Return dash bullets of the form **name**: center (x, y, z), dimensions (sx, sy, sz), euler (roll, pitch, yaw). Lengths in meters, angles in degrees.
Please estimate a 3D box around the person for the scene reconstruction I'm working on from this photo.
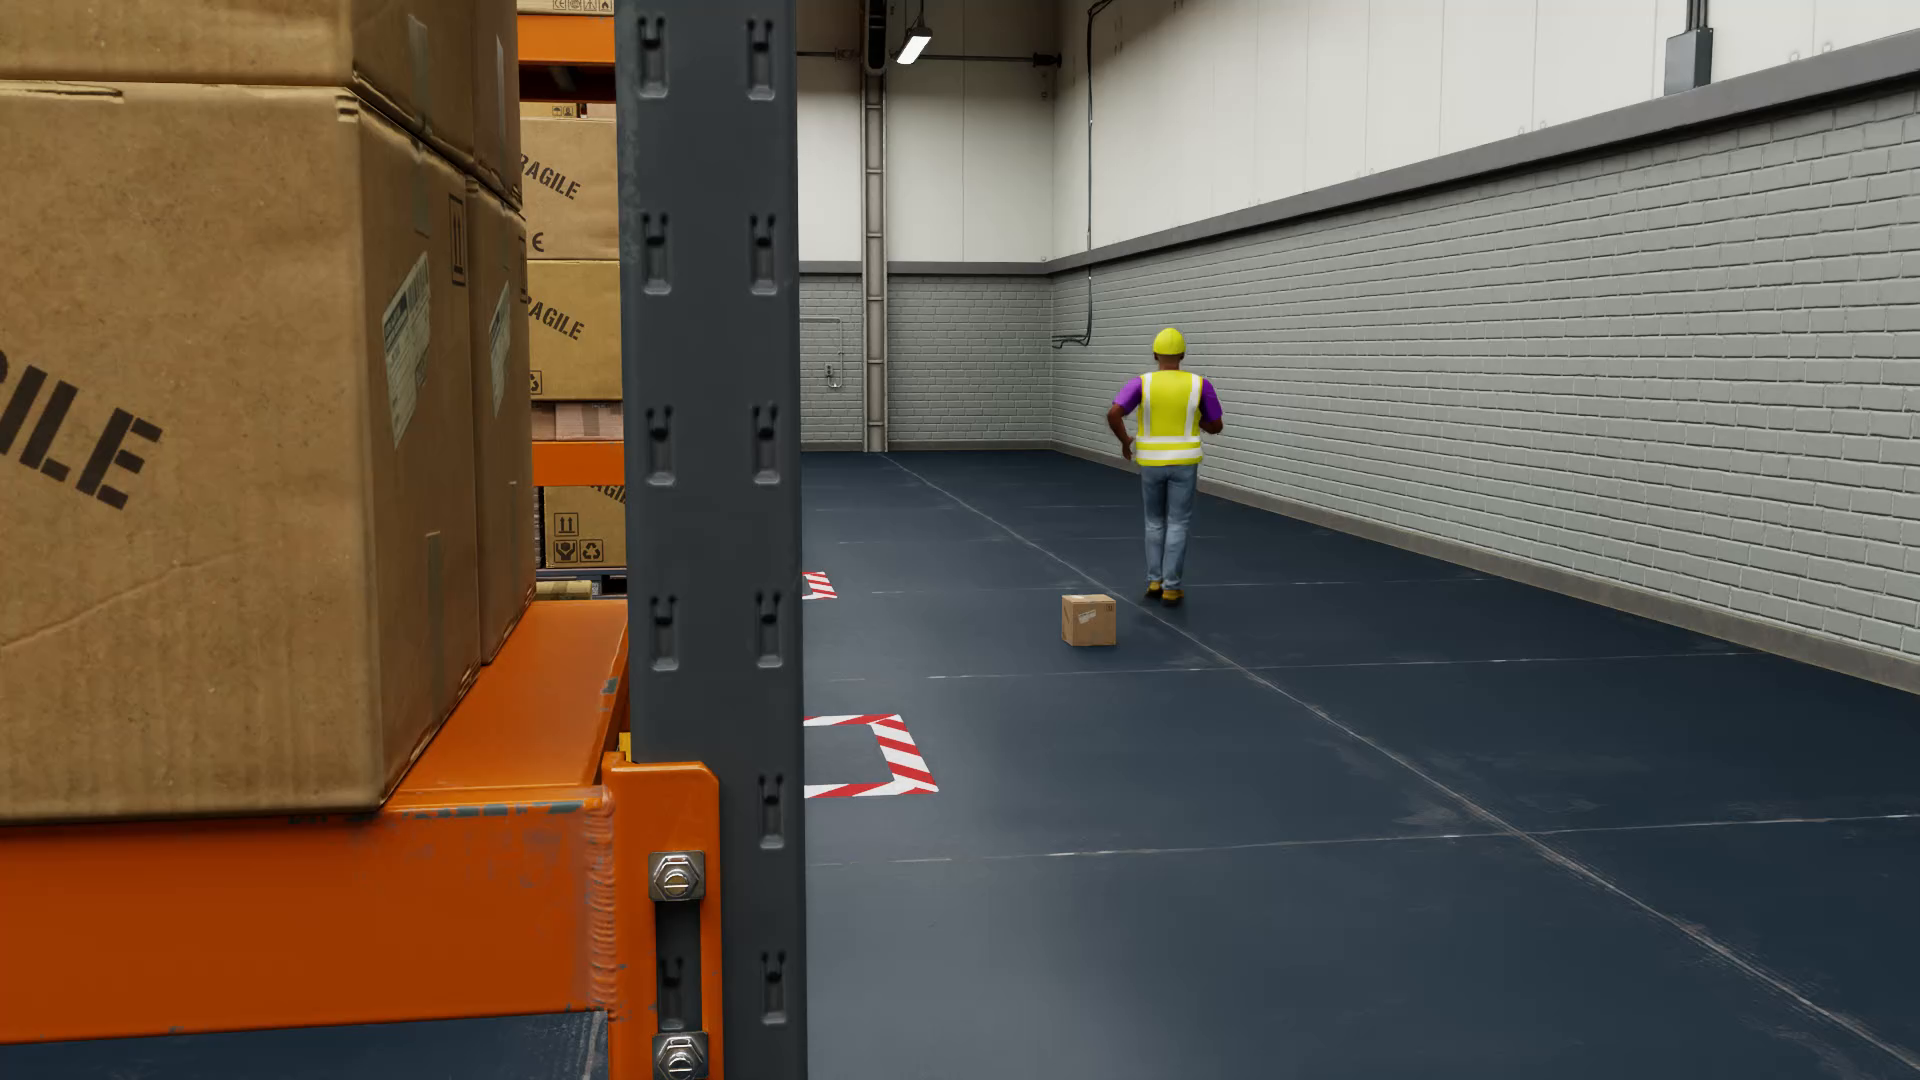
- **person**: center (1.353, -0.488, 10.816), dimensions (0.706, 1.766, 0.749), euler (2, 7, 14)
